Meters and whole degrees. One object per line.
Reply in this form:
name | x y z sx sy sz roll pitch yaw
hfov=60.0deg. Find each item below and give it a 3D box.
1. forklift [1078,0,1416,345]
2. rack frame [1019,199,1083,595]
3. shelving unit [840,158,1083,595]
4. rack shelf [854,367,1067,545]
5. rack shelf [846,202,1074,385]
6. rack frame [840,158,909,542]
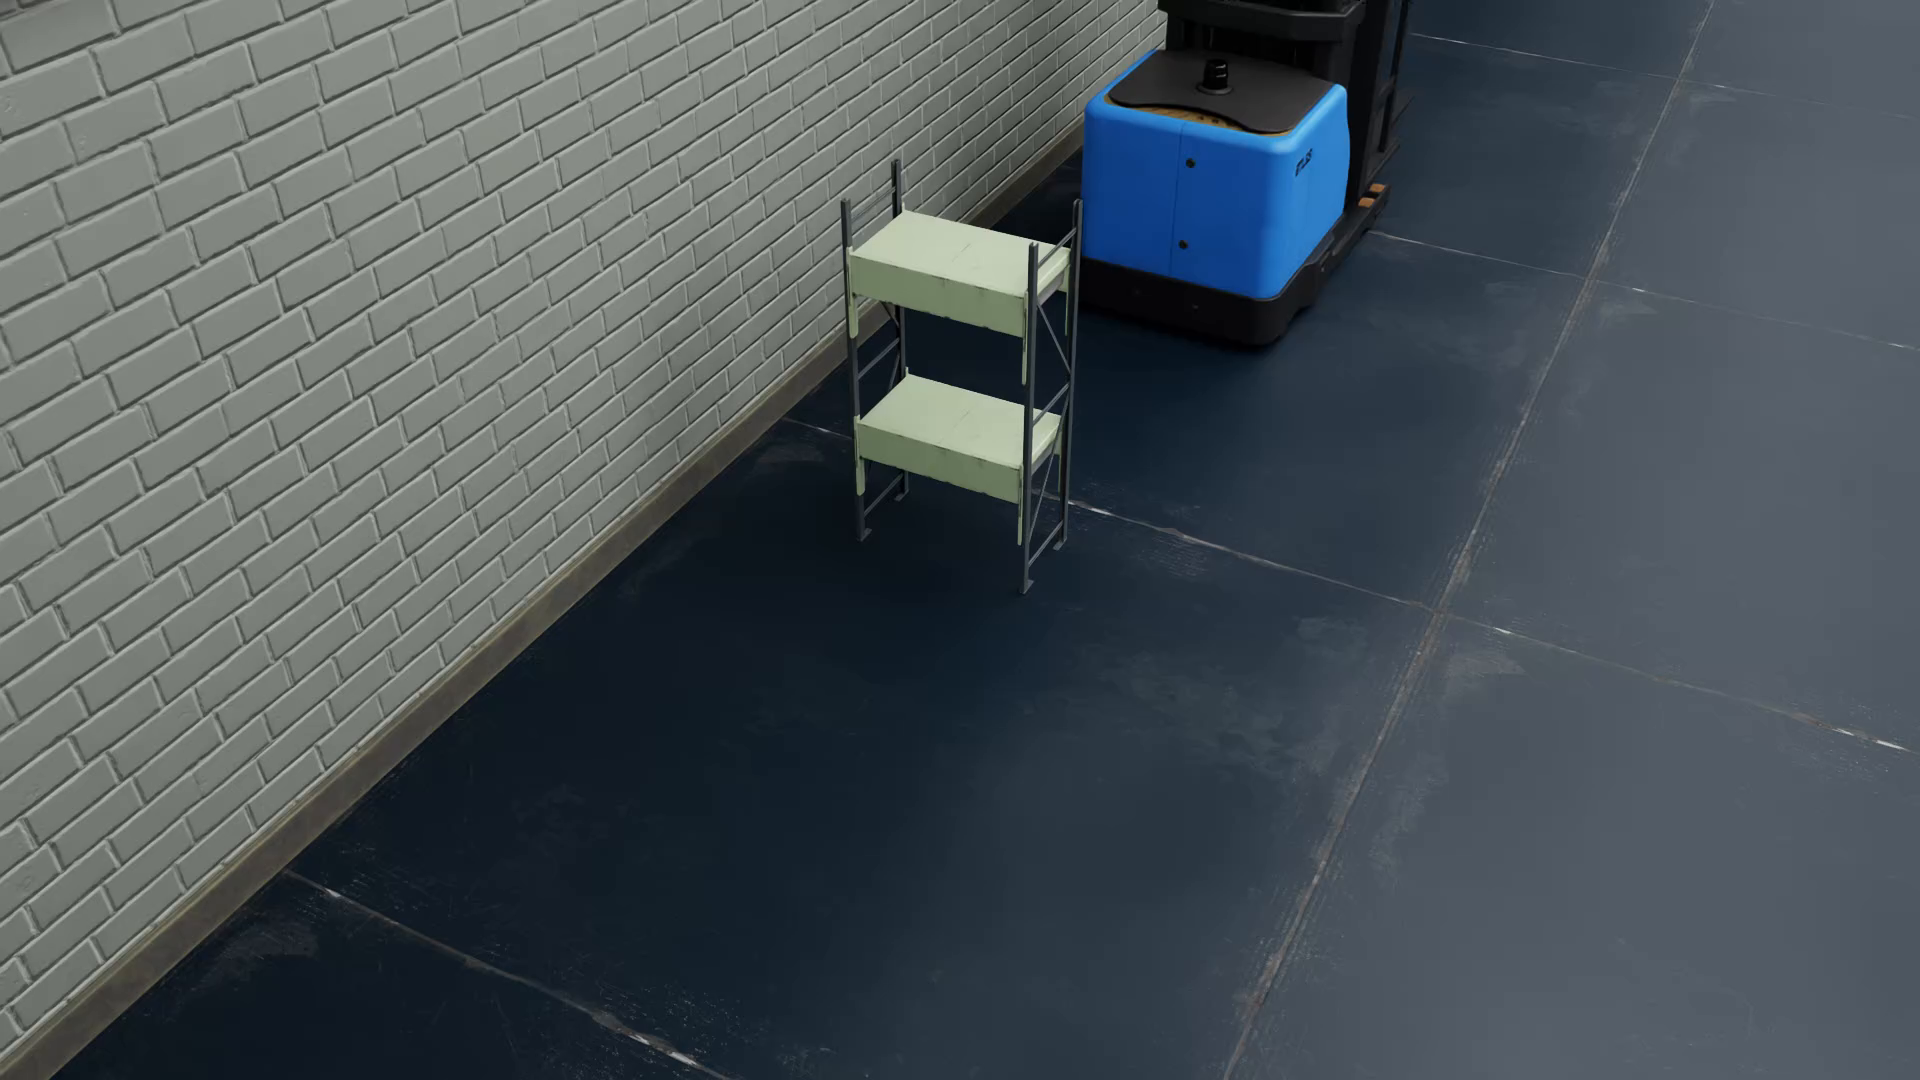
forklift | 1.701 -2.963 8.229 1.130 2.935 3.031 18 41 22
rack frame | 0.331 -0.494 6.160 0.023 1.500 0.400 17 41 21
shelving unit | 0.006 -0.596 6.294 0.755 1.500 0.431 17 41 21
rack shelf | 0.006 -0.336 6.491 0.720 0.370 0.431 17 41 21
rack shelf | 0.006 -0.906 6.058 0.720 0.370 0.431 17 41 21
rack frame | -0.319 -0.697 6.428 0.023 1.500 0.400 17 41 21
